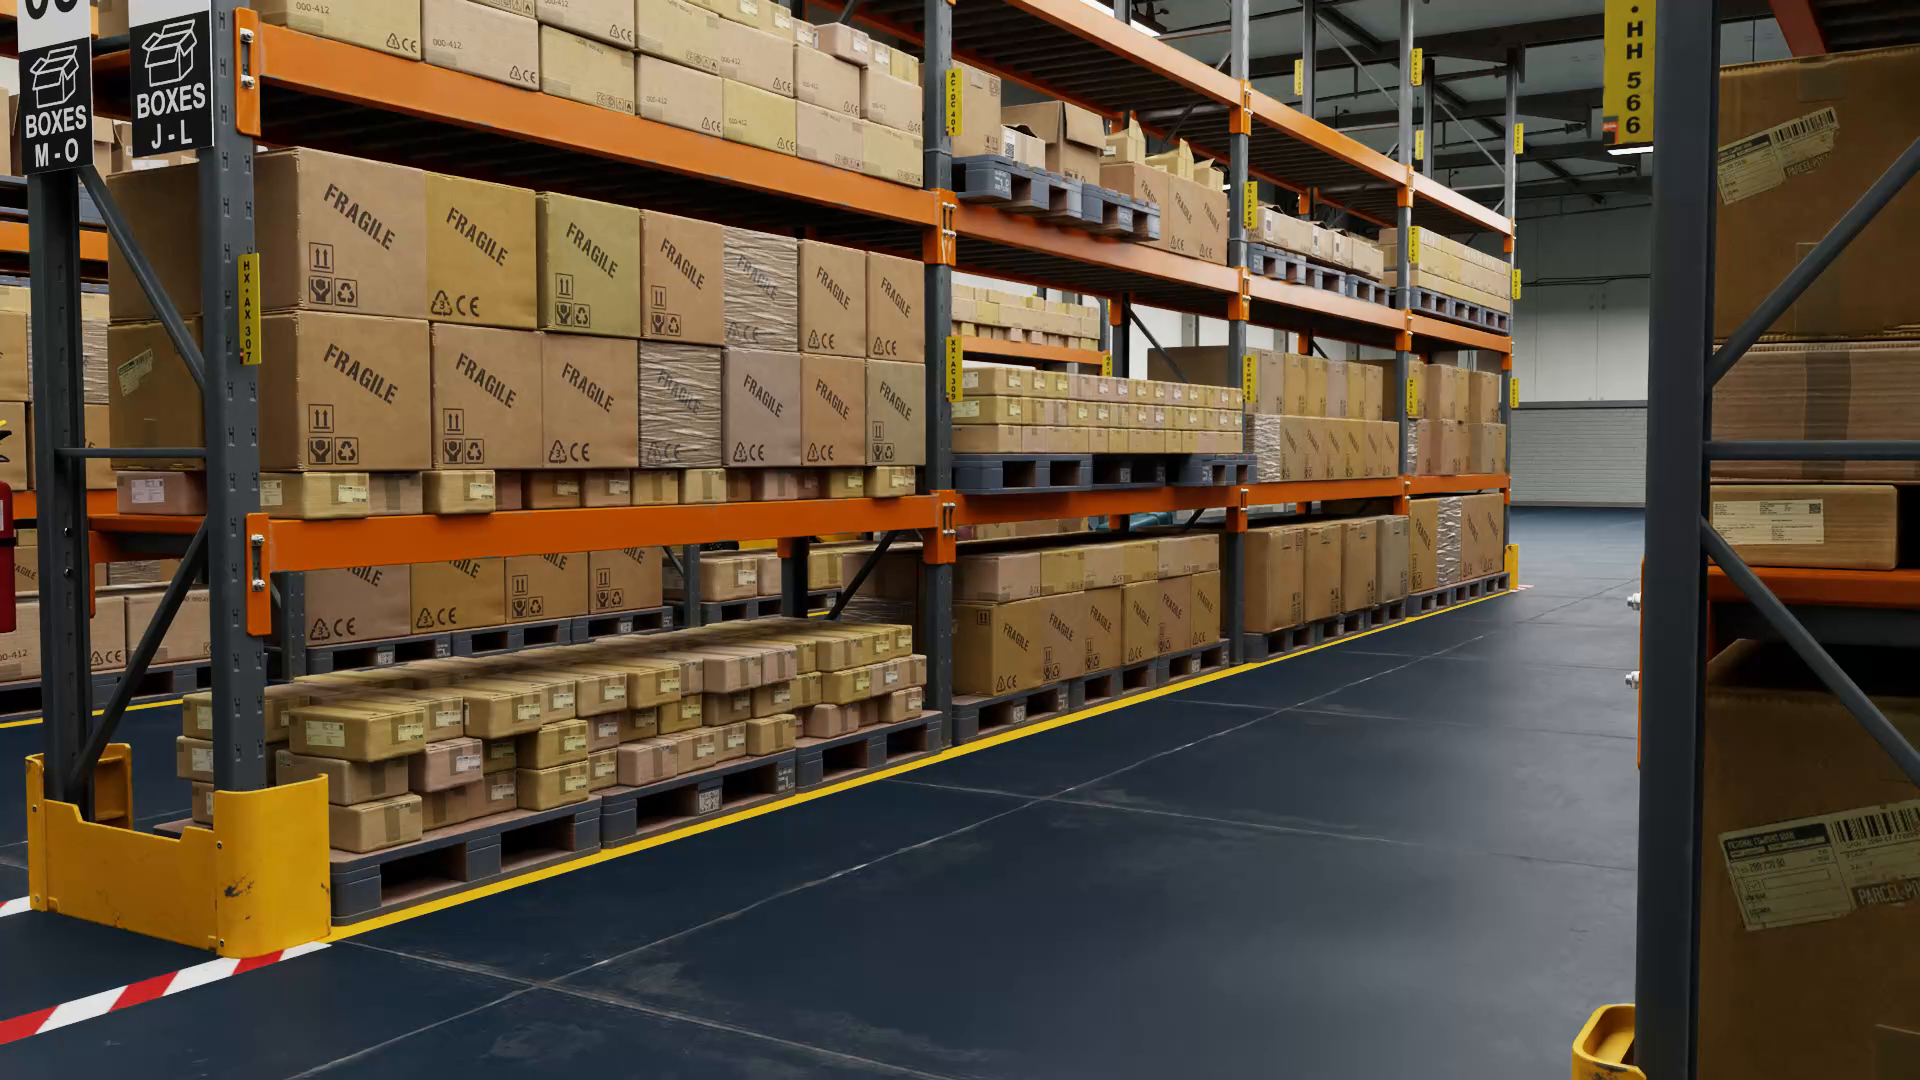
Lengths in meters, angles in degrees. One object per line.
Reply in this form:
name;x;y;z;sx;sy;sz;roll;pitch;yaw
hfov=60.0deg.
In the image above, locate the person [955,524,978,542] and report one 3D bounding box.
person;-0.036;-0.083;14.799;0.445;1.673;0.363;2;3;32
